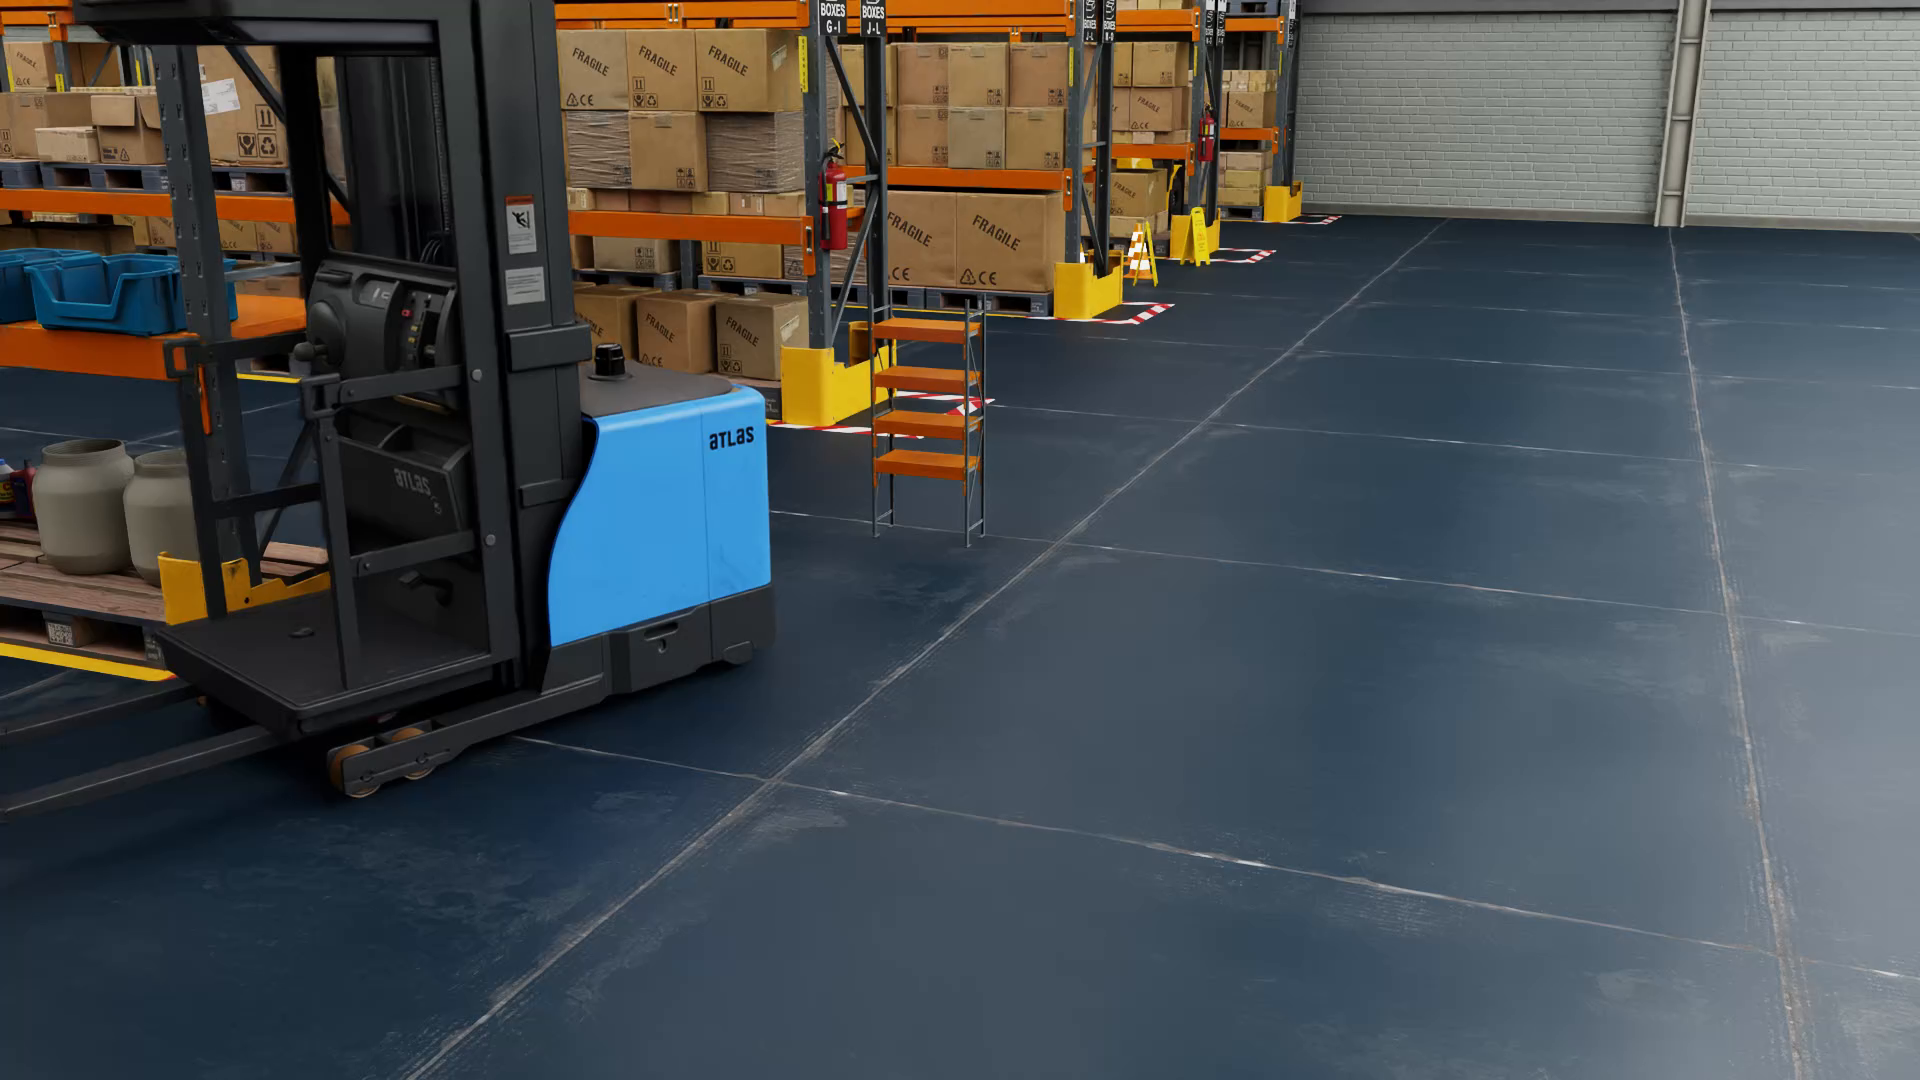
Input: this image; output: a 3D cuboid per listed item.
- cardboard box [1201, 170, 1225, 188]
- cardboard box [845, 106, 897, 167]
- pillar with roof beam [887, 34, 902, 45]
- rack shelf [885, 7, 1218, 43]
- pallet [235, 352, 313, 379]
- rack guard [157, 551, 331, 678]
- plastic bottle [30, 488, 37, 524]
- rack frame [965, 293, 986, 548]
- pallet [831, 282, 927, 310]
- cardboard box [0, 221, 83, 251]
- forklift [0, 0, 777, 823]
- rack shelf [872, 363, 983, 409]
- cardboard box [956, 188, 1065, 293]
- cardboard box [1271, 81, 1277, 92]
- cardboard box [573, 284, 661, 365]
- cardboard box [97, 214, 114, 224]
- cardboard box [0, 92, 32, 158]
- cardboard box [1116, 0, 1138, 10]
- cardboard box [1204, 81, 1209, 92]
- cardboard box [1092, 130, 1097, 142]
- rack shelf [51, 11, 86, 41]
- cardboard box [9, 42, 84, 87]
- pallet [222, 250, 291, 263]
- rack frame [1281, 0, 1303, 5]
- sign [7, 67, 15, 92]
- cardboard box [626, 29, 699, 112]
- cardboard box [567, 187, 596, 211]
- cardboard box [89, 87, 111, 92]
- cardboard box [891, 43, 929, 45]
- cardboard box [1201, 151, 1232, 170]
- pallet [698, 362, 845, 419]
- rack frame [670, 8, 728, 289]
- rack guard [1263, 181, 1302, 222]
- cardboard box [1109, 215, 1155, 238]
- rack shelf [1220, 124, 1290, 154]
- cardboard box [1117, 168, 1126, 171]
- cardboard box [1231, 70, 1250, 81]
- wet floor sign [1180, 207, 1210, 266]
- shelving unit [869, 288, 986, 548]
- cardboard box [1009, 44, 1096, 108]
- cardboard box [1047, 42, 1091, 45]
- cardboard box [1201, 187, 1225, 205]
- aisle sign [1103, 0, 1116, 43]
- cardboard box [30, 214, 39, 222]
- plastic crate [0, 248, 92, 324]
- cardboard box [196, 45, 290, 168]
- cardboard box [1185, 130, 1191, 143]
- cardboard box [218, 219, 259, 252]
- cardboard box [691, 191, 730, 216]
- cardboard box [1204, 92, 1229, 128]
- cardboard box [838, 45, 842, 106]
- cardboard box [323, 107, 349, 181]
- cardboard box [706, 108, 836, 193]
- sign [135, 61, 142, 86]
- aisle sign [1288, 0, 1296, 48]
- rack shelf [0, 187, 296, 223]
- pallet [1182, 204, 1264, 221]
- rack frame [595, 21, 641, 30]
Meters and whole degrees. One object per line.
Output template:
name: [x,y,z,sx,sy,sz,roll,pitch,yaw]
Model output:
cardboard box: [3.695,-5.325,24.417,0.500,0.250,0.500,6,17,20]
cardboard box: [-0.679,-3.881,15.892,0.500,0.550,0.875,6,17,21]
pillar with roof beam: [-2.753,-8.864,22.565,0.400,9.000,9.100,6,17,21]
rack shelf: [1.047,-6.192,20.034,4.000,0.370,1.077,6,17,21]
pallet: [-5.175,-1.472,12.865,1.213,0.211,1.003,6,17,21]
rack guard: [-2.634,0.167,6.702,0.348,0.500,1.175,6,17,21]
plastic bottle: [-4.215,-0.182,7.652,0.097,0.201,0.097,0,16,0]
rack frame: [0.073,-0.568,7.979,0.015,1.200,0.240,6,17,21]
pallet: [-0.718,-2.446,16.221,1.213,0.211,1.003,6,17,21]
cardboard box: [-7.537,-2.451,13.586,0.500,0.250,0.500,7,18,23]
forklift: [-2.101,-0.742,5.472,1.130,2.935,3.031,15,22,41]
rack shelf: [-0.154,-0.743,8.021,0.480,0.148,0.258,6,17,21]
cardboard box: [0.530,-2.832,15.607,0.875,0.875,0.875,6,17,21]
cardboard box: [4.505,-6.642,24.330,0.250,0.149,0.380,6,17,19]
cardboard box: [-2.448,-1.513,11.736,0.500,0.500,0.500,8,18,26]
cardboard box: [-10.198,-3.922,20.129,0.250,0.149,0.380,7,18,23]
cardboard box: [-7.654,-3.346,13.386,0.500,0.500,0.500,4,17,14]
cardboard box: [1.994,-6.230,19.322,0.250,0.149,0.380,7,18,22]
cardboard box: [3.606,-6.592,24.157,0.250,0.149,0.380,6,17,20]
cardboard box: [1.723,-4.802,19.786,0.250,0.149,0.380,7,17,22]
rack shelf: [-8.117,-5.717,18.395,4.000,0.370,1.077,6,17,21]
cardboard box: [-10.514,-5.475,19.147,0.500,0.500,0.500,6,17,19]
pallet: [-8.114,-3.283,19.105,1.213,0.211,1.003,6,17,21]
rack frame: [4.725,-9.062,23.246,0.127,3.000,1.000,6,17,21]
sign: [-7.981,-3.801,13.951,0.005,0.325,0.100,6,17,21]
cardboard box: [-1.798,-3.035,10.743,0.500,0.500,0.500,6,17,21]
cardboard box: [-2.504,-2.304,11.180,0.250,0.149,0.380,6,17,21]
cardboard box: [-9.519,-5.006,18.669,0.250,0.149,0.380,7,18,22]
cardboard box: [-0.484,-5.872,20.513,0.500,0.500,0.700,6,17,20]
cardboard box: [3.705,-5.559,24.327,0.500,0.250,0.500,7,17,22]
pallet: [-1.542,-1.084,11.527,1.213,0.211,1.003,6,17,21]
rack frame: [-2.536,-4.008,16.599,0.127,3.000,1.000,6,17,21]
rack guard: [4.747,-4.978,24.423,0.348,0.500,1.175,6,17,21]
cardboard box: [2.034,-3.789,20.025,0.500,0.250,0.500,6,17,20]
rack shelf: [2.865,-6.040,24.888,4.000,0.370,1.077,6,17,21]
cardboard box: [1.748,-4.343,20.587,0.500,0.500,0.500,6,17,19]
cardboard box: [4.074,-6.682,23.934,0.250,0.149,0.380,6,17,21]
wet floor sign: [2.691,-3.465,18.953,0.232,0.644,0.267,14,21,40]
shelving unit: [-0.154,-0.593,8.065,0.503,1.200,0.258,6,17,21]
cardboard box: [0.854,-4.237,15.183,0.550,0.550,0.875,6,17,21]
cardboard box: [1.372,-5.639,19.710,0.500,0.500,0.700,6,17,20]
cardboard box: [3.713,-5.081,24.475,0.500,0.250,0.500,6,17,21]
aisle sign: [1.361,-4.918,15.070,0.004,0.787,0.394,6,17,21]
cardboard box: [-10.900,-3.799,19.705,0.250,0.149,0.380,6,17,19]
plastic crate: [-3.724,-1.008,6.533,0.408,0.251,0.499,6,17,21]
cardboard box: [-5.138,-3.339,12.466,1.000,1.000,1.000,6,17,21]
cardboard box: [2.667,-4.861,19.987,0.250,0.149,0.380,6,17,21]
cardboard box: [-7.945,-3.522,18.655,0.500,0.500,0.500,5,17,18]
cardboard box: [-1.553,-2.216,10.876,0.250,0.149,0.380,6,17,21]
cardboard box: [3.692,-6.266,24.199,0.500,0.500,0.500,7,18,22]
cardboard box: [-1.199,-4.435,15.864,0.550,0.550,0.875,6,17,21]
cardboard box: [-4.054,-2.861,11.934,0.500,0.500,0.875,6,17,21]
cardboard box: [-1.230,-2.577,10.957,0.500,0.500,0.875,6,17,21]
sign: [-9.778,-5.527,19.753,0.005,0.325,0.100,6,17,21]
aisle sign: [4.678,-7.346,23.435,0.004,0.787,0.394,6,17,21]
rack shelf: [-6.310,-2.591,13.008,4.000,0.370,1.077,6,17,21]
pallet: [3.998,-4.909,24.704,1.213,0.211,1.003,6,17,21]
rack frame: [-4.535,-5.711,22.466,0.127,3.000,1.000,6,17,21]
